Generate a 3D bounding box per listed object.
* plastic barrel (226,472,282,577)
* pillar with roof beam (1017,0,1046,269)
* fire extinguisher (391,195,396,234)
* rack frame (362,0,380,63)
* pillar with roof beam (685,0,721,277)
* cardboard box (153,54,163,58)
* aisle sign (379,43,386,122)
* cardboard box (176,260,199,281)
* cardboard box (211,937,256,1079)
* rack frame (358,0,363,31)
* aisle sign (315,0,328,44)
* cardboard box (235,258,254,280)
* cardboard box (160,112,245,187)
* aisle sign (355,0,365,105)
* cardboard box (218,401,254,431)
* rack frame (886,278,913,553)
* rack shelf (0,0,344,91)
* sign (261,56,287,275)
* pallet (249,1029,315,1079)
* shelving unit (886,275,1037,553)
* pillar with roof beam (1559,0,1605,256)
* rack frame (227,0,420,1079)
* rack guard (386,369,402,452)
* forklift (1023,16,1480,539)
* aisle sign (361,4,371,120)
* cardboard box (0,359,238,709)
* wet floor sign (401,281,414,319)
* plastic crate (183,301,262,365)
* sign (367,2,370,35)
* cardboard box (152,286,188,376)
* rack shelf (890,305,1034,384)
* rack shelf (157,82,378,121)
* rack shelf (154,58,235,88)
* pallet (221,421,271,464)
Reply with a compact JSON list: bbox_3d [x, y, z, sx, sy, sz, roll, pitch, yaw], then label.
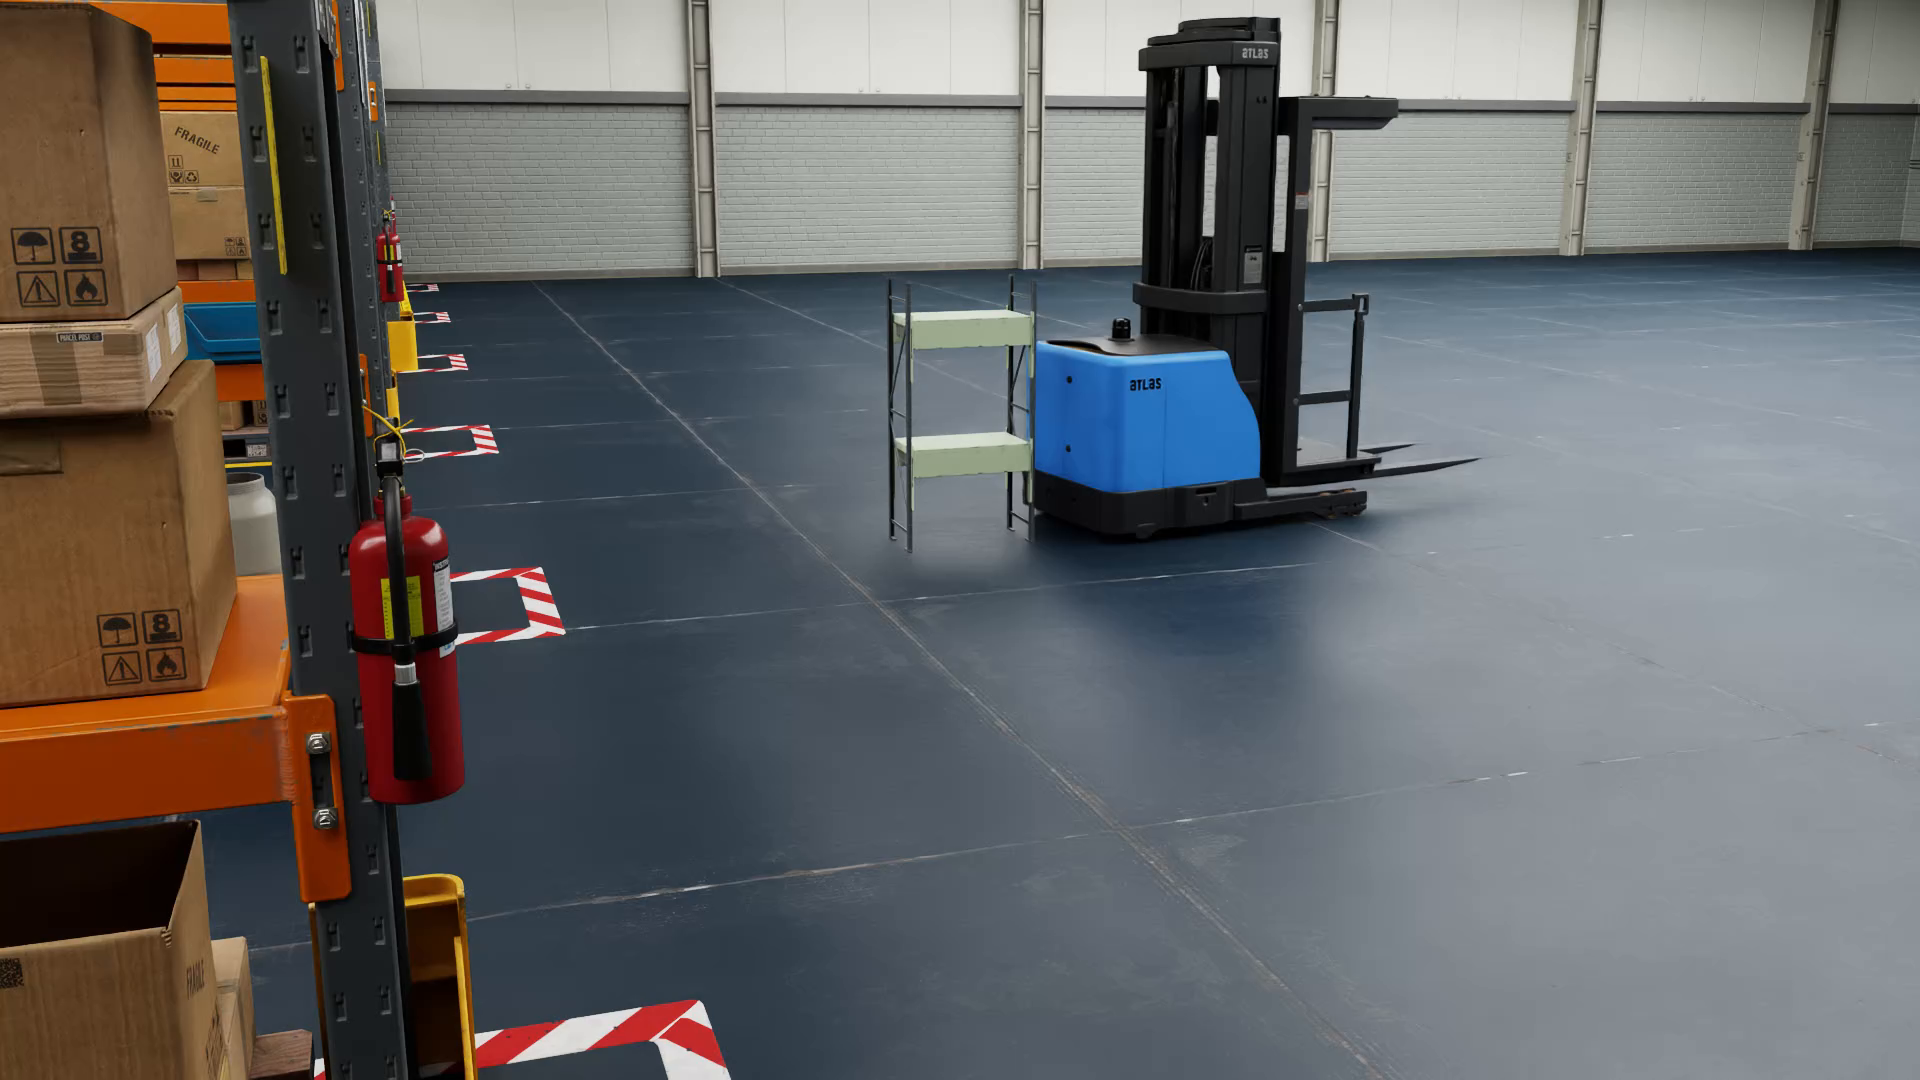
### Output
[{"bbox_3d":[-3.398,-0.035,7.777,0.421,0.512,0.421,0,13,0],"label":"plastic barrel"},{"bbox_3d":[2.673,-8.461,25.767,0.400,9.000,9.100,-4,14,-18],"label":"pillar with roof beam"},{"bbox_3d":[-7.284,-4.236,21.136,0.183,0.674,0.296,-4,14,-18],"label":"fire extinguisher"},{"bbox_3d":[-5.865,-6.207,16.289,0.127,3.000,1.000,-4,14,-18],"label":"rack frame"},{"bbox_3d":[-3.013,-8.018,23.905,0.400,9.000,9.100,-4,14,-18],"label":"pillar with roof beam"},{"bbox_3d":[-5.715,-3.414,11.357,0.500,0.250,0.500,-4,14,-17],"label":"cardboard box"},{"bbox_3d":[-5.702,-4.492,16.428,0.004,0.787,0.394,-4,14,-18],"label":"aisle sign"},{"bbox_3d":[-5.532,-1.932,11.824,0.250,0.149,0.380,-4,14,-18],"label":"cardboard box"},{"bbox_3d":[-1.802,1.104,3.552,0.500,0.250,0.500,-4,14,-18],"label":"cardboard box"},{"bbox_3d":[-4.378,-5.111,11.685,0.127,3.000,1.000,-4,14,-18],"label":"rack frame"},{"bbox_3d":[-1.067,-1.225,2.692,0.004,0.787,0.394,-4,14,-18],"label":"aisle sign"},{"bbox_3d":[-5.040,-1.956,11.927,0.250,0.149,0.380,-4,14,-18],"label":"cardboard box"},{"bbox_3d":[-5.293,-2.740,11.658,0.500,0.500,0.500,-4,14,-18],"label":"cardboard box"},{"bbox_3d":[-2.636,-2.311,7.260,0.004,0.787,0.394,-4,14,-18],"label":"aisle sign"},{"bbox_3d":[-5.531,-1.087,12.224,0.500,0.500,0.500,-1,13,-3],"label":"cardboard box"},{"bbox_3d":[-0.341,-0.703,9.358,0.023,1.500,0.400,-4,14,-18],"label":"rack frame"},{"bbox_3d":[-4.694,-2.068,6.928,4.000,0.370,1.077,-4,14,-18],"label":"rack shelf"},{"bbox_3d":[-1.063,-0.578,2.578,0.005,0.325,0.100,-4,14,-18],"label":"sign"},{"bbox_3d":[-1.934,1.402,3.290,1.213,0.211,1.003,-4,14,-18],"label":"pallet"},{"bbox_3d":[0.006,-0.730,9.471,0.755,1.500,0.431,-4,14,-18],"label":"shelving unit"},{"bbox_3d":[14.047,-9.346,29.490,0.400,9.000,9.100,-4,14,-18],"label":"pillar with roof beam"},{"bbox_3d":[-1.221,-0.019,3.241,0.053,2.616,0.949,-4,14,-18],"label":"rack frame"},{"bbox_3d":[-4.450,-0.971,12.645,0.348,0.500,1.175,-4,14,-18],"label":"rack guard"},{"bbox_3d":[1.935,-1.650,10.246,3.031,2.935,1.130,-7,15,-27],"label":"forklift"},{"bbox_3d":[-4.224,-3.396,11.821,0.004,0.787,0.394,-4,14,-18],"label":"aisle sign"},{"bbox_3d":[-1.669,-0.037,3.099,0.500,0.500,0.700,-4,14,-18],"label":"cardboard box"},{"bbox_3d":[-7.018,-3.000,20.861,0.232,0.644,0.267,0,13,1],"label":"wet floor sign"},{"bbox_3d":[-3.178,-0.931,7.398,0.616,0.251,0.499,-4,14,-18],"label":"plastic crate"},{"bbox_3d":[-5.705,-5.019,16.039,0.005,0.325,0.100,-4,14,-18],"label":"sign"},{"bbox_3d":[-1.663,-0.402,3.234,0.250,0.149,0.380,-5,14,-18],"label":"cardboard box"},{"bbox_3d":[0.006,-1.110,9.381,0.720,0.370,0.431,-4,14,-18],"label":"rack shelf"},{"bbox_3d":[-7.760,-4.250,16.099,4.000,0.370,1.077,-4,14,-18],"label":"rack shelf"},{"bbox_3d":[-6.274,-3.154,11.494,4.000,0.370,1.077,-4,14,-18],"label":"rack shelf"},{"bbox_3d":[-5.232,-0.778,12.459,1.213,0.211,1.003,-4,14,-18],"label":"pallet"}]
